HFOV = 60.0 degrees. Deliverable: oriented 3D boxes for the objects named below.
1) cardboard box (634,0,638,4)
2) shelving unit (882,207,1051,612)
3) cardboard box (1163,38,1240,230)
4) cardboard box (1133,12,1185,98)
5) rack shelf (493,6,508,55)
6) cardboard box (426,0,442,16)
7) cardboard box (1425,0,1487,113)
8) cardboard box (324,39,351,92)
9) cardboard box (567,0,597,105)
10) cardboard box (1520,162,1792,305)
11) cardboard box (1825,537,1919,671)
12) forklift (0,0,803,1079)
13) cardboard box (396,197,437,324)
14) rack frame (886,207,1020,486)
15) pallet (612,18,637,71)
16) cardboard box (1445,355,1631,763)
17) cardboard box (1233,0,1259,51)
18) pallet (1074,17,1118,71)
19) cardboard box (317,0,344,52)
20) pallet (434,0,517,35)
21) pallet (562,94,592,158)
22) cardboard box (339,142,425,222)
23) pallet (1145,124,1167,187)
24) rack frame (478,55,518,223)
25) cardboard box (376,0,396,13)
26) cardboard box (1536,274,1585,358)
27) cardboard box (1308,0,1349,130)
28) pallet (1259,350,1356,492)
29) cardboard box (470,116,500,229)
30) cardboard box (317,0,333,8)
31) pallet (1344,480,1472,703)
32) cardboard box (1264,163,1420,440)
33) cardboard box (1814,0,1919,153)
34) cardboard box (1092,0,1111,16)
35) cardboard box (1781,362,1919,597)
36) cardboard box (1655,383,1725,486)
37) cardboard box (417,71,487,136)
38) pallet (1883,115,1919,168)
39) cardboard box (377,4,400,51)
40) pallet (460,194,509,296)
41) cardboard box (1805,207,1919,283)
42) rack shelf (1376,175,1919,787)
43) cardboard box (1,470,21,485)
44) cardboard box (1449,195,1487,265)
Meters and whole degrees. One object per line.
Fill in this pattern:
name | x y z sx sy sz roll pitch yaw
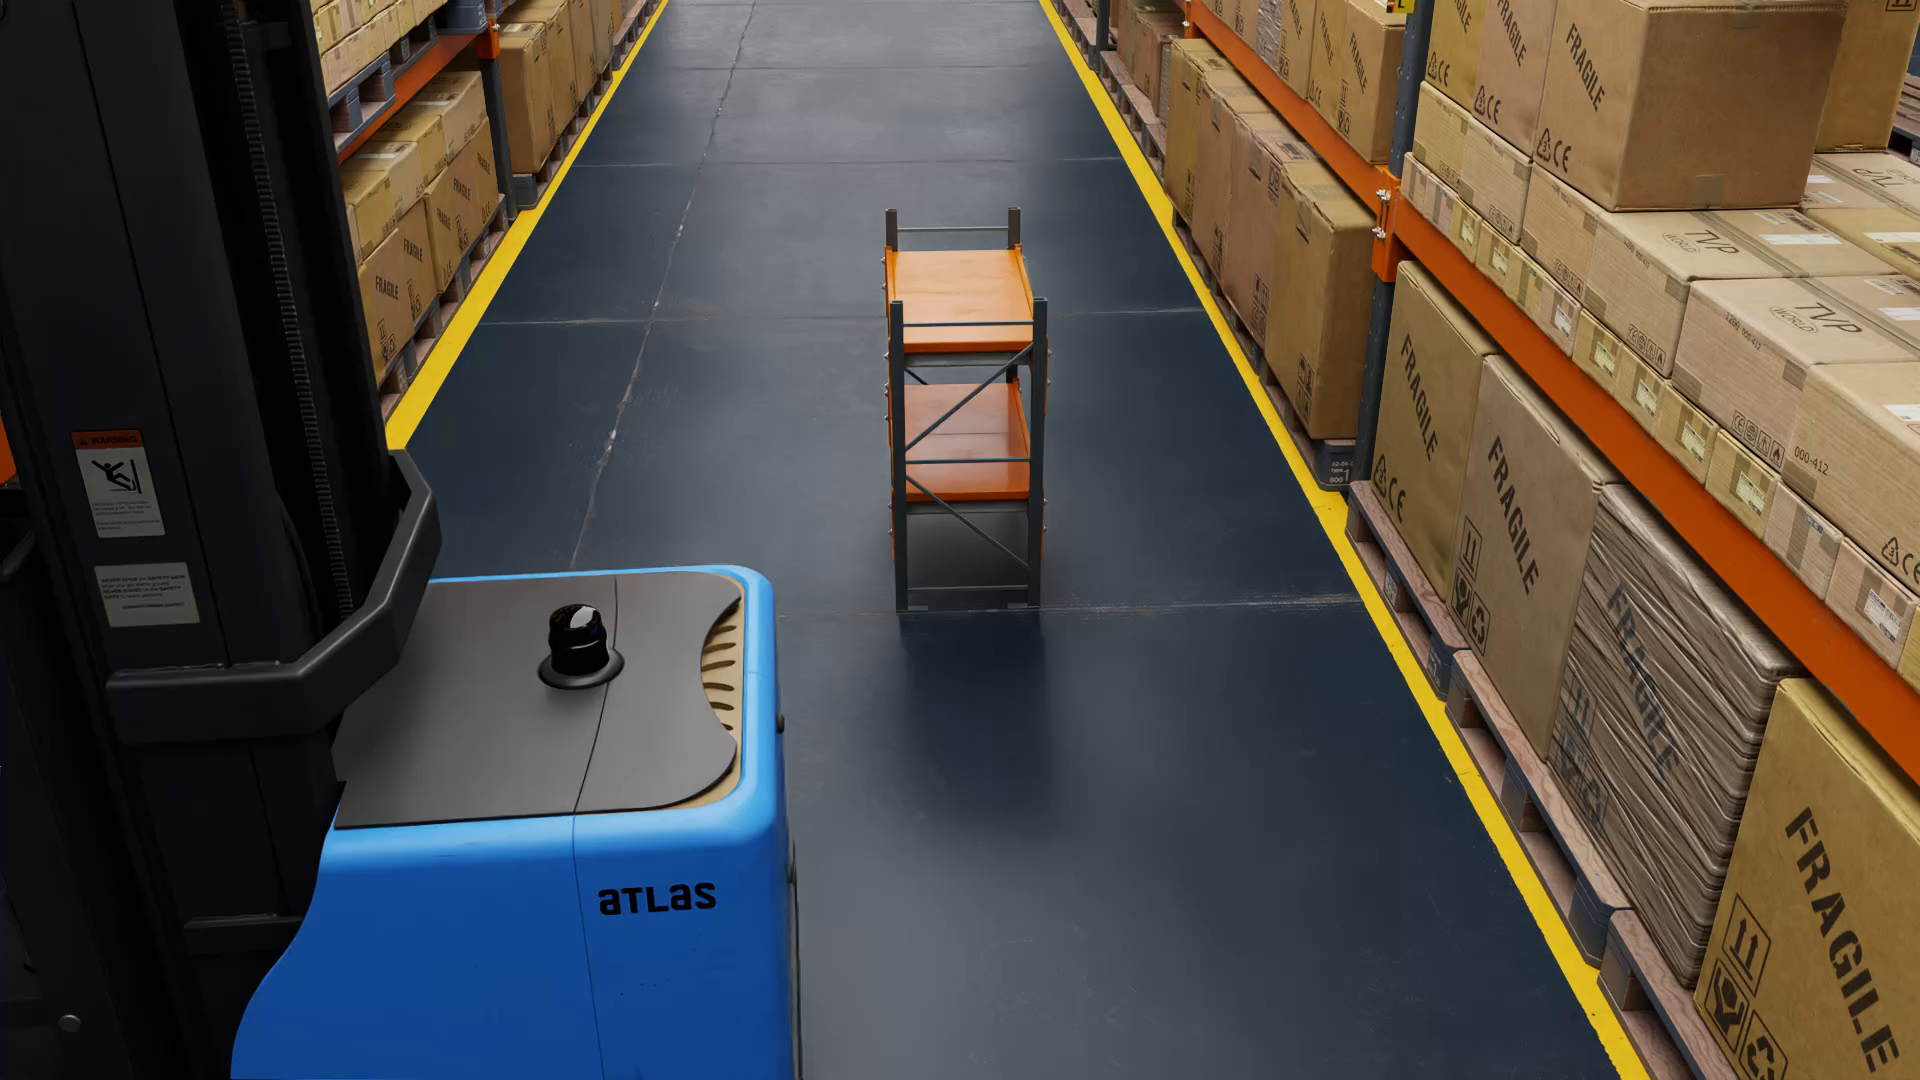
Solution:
cardboard box | -3.414 -5.450 15.299 0.875 0.875 0.875 -2 28 -3
shelving unit | 0.000 -0.496 5.984 0.538 1.125 1.048 -1 28 -3
cardboard box | 1.828 -2.227 9.120 1.225 0.875 0.875 -3 28 -5
cardboard box | 1.650 -3.473 11.892 0.700 0.500 0.500 -4 28 -7
rack shelf | -3.250 -3.834 11.135 1.077 0.370 4.000 -1 28 -3
cardboard box | -2.599 -2.495 7.607 0.380 0.149 0.250 -1 28 -1
cardboard box | 1.791 -1.625 5.152 0.500 0.500 0.500 -1 28 -3
cardboard box | -2.518 -1.777 6.232 0.380 0.149 0.250 -1 28 -2
cardboard box | -3.186 -3.535 11.762 1.050 0.750 0.750 -1 28 -3
cardboard box | 1.838 -0.828 4.434 0.500 0.250 0.500 -1 28 -1
cardboard box | 1.856 0.111 3.066 0.380 0.149 0.250 -1 28 -3
forklift | -1.877 -0.008 3.097 3.031 2.935 1.130 -3 28 -5
cardboard box | -2.781 -1.293 7.735 0.500 0.500 0.500 -1 28 -2
rack frame | -0.026 -0.730 6.434 0.500 1.125 0.032 -1 28 -3
pallet | -3.316 -4.193 14.061 1.003 0.211 1.213 -1 28 -3
cardboard box | 2.023 0.023 4.805 0.875 0.875 0.875 -1 28 -3
cardboard box | 1.626 -2.641 7.961 0.500 0.500 0.500 -2 28 -4
pallet | 1.534 -4.222 14.117 1.003 0.211 1.213 -1 28 -3
cardboard box | -2.513 -1.901 6.147 0.380 0.149 0.250 -2 28 -4
pallet | -3.002 -2.817 8.616 1.213 0.211 1.003 -1 28 -3
pallet | -3.172 -2.921 11.621 1.003 0.211 1.213 -1 28 -3
cardboard box | -2.764 -1.621 7.553 0.500 0.250 0.500 0 28 -1
pallet | 1.774 -2.427 10.674 1.003 0.211 1.213 -1 28 -3
rack frame | -3.146 -3.229 9.197 1.000 3.000 0.127 -1 28 -3
cardboard box | -2.558 -2.265 6.845 0.380 0.149 0.250 0 28 -1
cardboard box | 1.773 -0.600 4.429 0.380 0.149 0.250 -1 28 -2
cardboard box | 1.706 -1.937 6.613 0.500 0.500 0.500 -1 28 -1
pallet | 1.906 -0.573 7.120 1.003 0.211 1.213 -1 28 -3
cardboard box | -2.850 -2.009 9.108 0.500 0.500 0.500 -2 28 -3
cardboard box | -2.519 -2.042 6.096 0.380 0.149 0.250 -1 28 -1
pallet | 1.983 0.135 5.764 1.003 0.211 1.213 -1 28 -3
cardboard box | 1.968 -0.994 6.756 1.225 0.875 0.875 -1 28 -2
cardboard box | 2.335 -1.415 4.750 0.500 0.500 0.500 -1 28 -2
cardboard box | 1.475 -4.962 14.769 0.500 0.500 0.500 -4 28 -7
cardboard box | 1.914 -0.125 3.086 0.500 0.250 0.500 -2 28 -4
cardboard box | 1.814 -0.244 3.746 0.380 0.149 0.250 -1 28 -2
cardboard box | -2.848 -2.330 8.911 0.500 0.250 0.500 -2 28 -4
pallet | 6.757 -2.544 10.899 1.003 0.211 1.213 -1 28 -3
cardboard box | -2.553 -2.126 6.901 0.380 0.149 0.250 -3 28 -5
pallet | -3.106 -1.632 9.150 1.003 0.211 1.213 -1 28 -3
cardboard box | 2.386 -0.614 4.024 0.500 0.250 0.500 -2 28 -4
rack shelf | 2.126 -0.212 4.191 1.077 0.370 4.000 -1 28 -3
cardboard box | -3.108 -0.159 5.297 0.380 0.149 0.250 -2 28 -3
cardboard box | 1.733 -0.956 5.111 0.380 0.149 0.250 -1 28 -1
